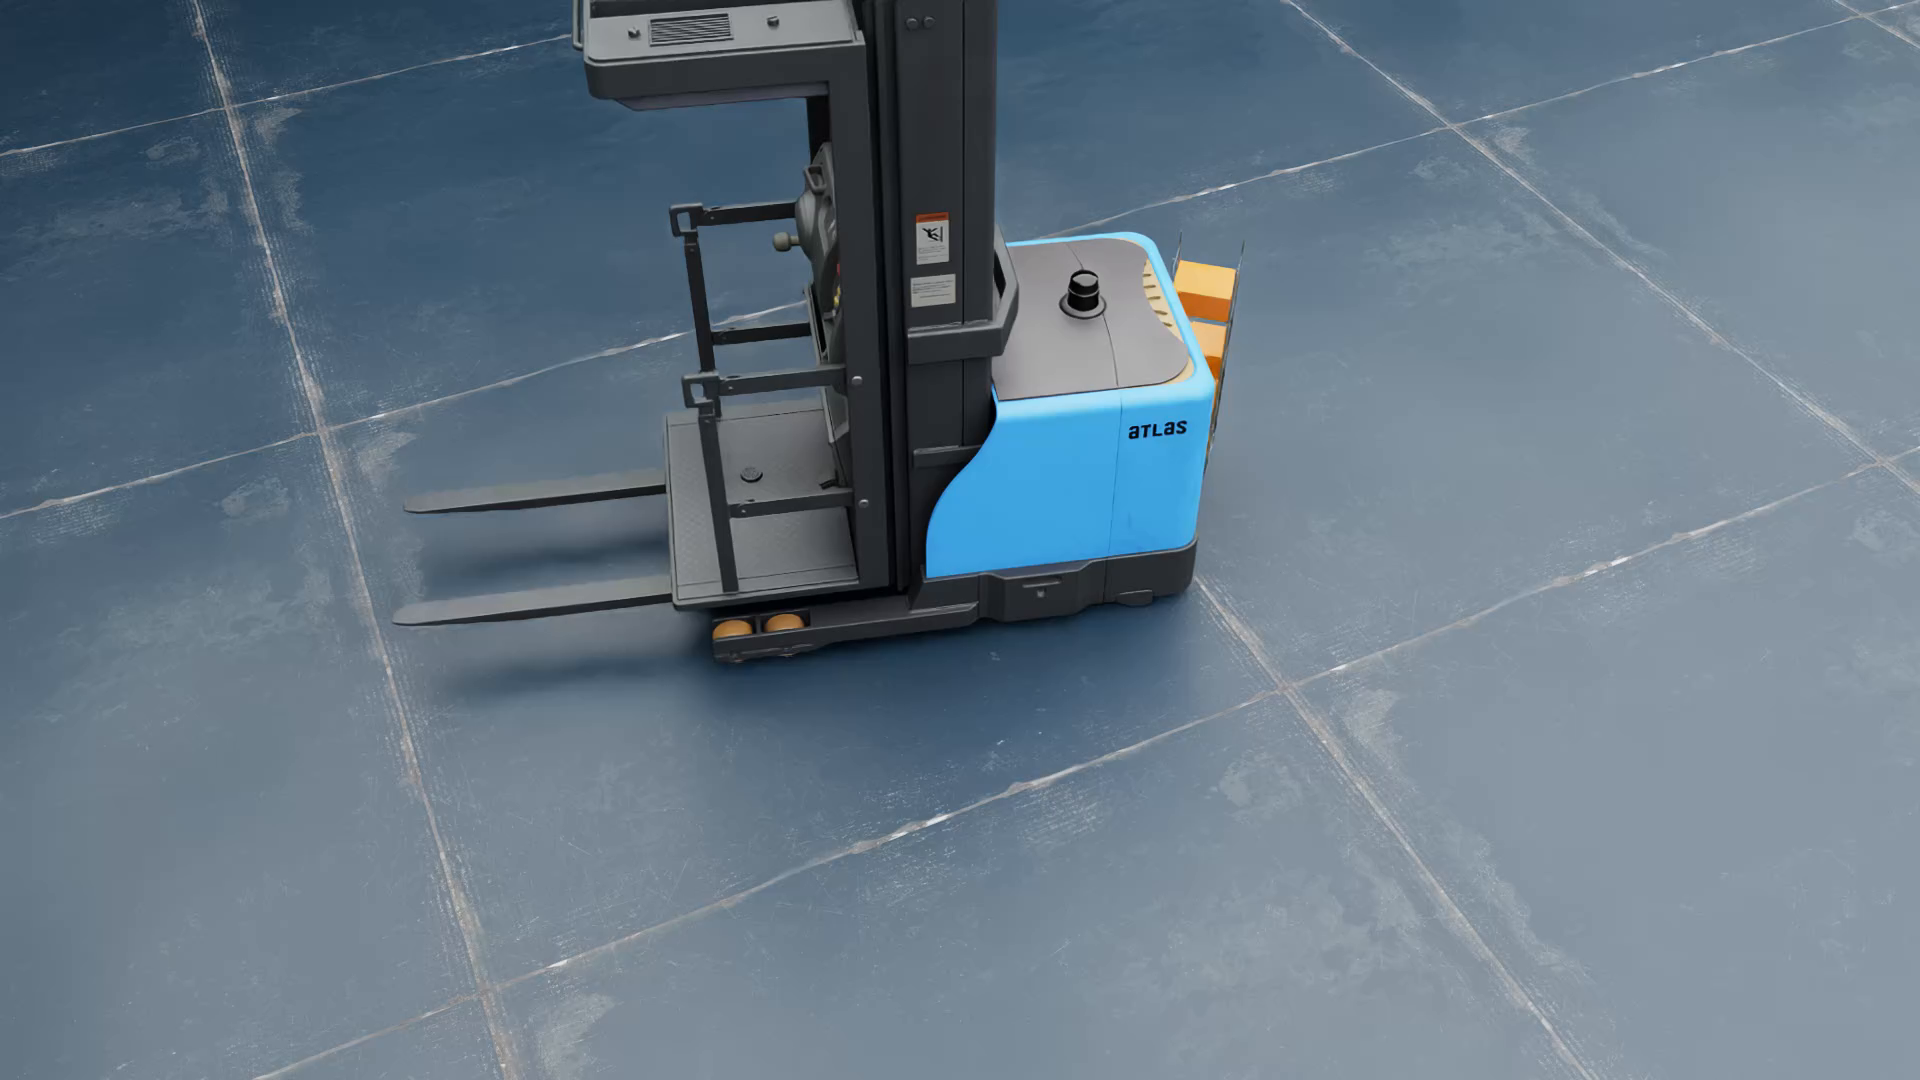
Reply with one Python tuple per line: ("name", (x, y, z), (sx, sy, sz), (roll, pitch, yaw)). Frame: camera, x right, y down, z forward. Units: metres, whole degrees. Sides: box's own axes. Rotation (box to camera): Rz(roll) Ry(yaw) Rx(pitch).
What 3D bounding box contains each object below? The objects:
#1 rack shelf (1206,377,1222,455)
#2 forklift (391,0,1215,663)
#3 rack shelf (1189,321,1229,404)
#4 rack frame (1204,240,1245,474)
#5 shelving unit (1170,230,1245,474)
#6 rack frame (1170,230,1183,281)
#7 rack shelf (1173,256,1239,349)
("rack shelf", (0.948, -0.539, 6.957), (0.240, 0.259, 0.215), (11, 46, 10))
("forklift", (-0.654, -0.983, 5.659), (3.031, 2.935, 1.130), (-7, 45, -7))
("rack shelf", (0.950, -0.735, 6.760), (0.240, 0.259, 0.215), (11, 46, 10))
("rack frame", (1.068, -0.720, 6.731), (0.008, 1.050, 0.200), (11, 46, 10))
("shelving unit", (0.950, -0.743, 6.753), (0.252, 1.050, 0.215), (11, 46, 10))
("rack frame", (0.833, -0.766, 6.775), (0.008, 1.050, 0.200), (11, 46, 10))
("rack shelf", (0.953, -0.936, 6.560), (0.240, 0.259, 0.215), (11, 46, 10))
